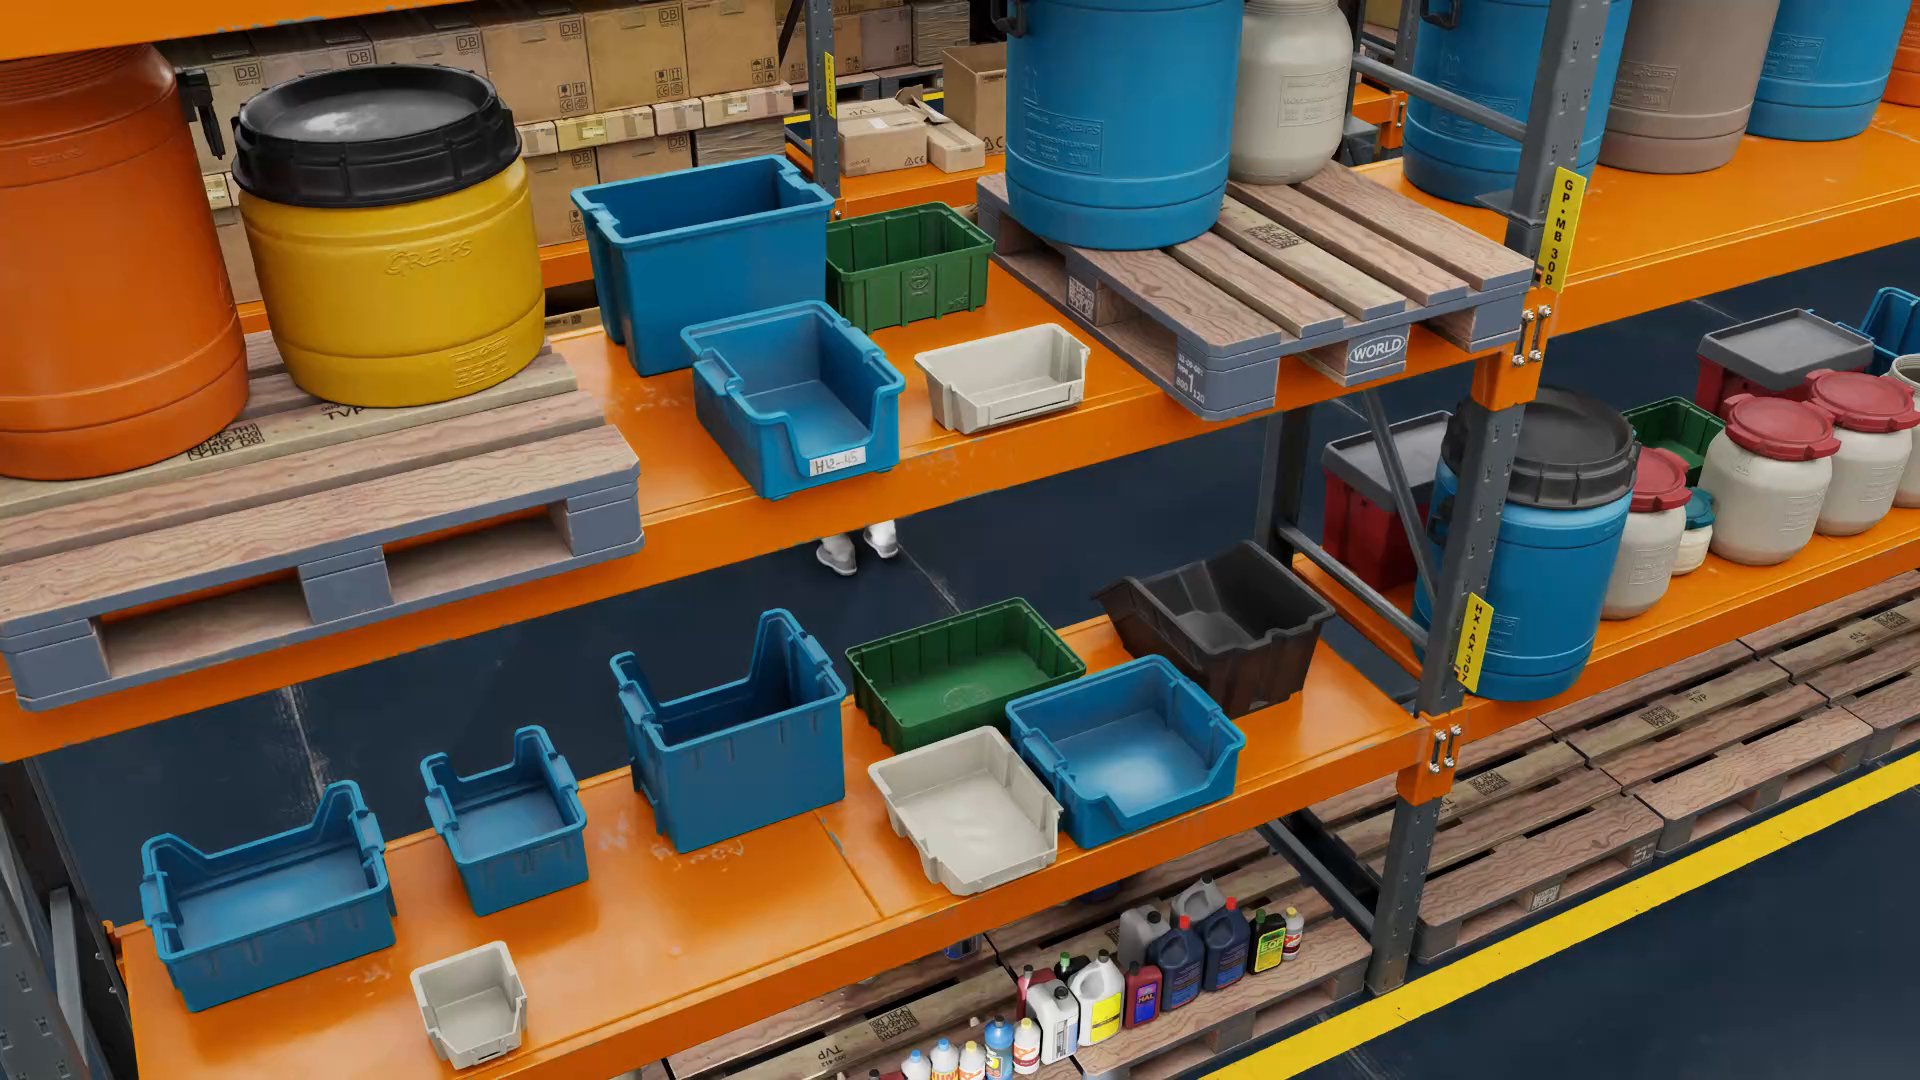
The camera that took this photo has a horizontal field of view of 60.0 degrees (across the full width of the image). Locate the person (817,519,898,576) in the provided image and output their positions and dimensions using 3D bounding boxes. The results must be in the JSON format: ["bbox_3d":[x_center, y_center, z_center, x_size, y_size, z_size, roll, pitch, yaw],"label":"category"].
[{"bbox_3d":[-0.573,-0.366,8.364,0.507,0.943,0.871,-17,37,-24],"label":"person"}]
